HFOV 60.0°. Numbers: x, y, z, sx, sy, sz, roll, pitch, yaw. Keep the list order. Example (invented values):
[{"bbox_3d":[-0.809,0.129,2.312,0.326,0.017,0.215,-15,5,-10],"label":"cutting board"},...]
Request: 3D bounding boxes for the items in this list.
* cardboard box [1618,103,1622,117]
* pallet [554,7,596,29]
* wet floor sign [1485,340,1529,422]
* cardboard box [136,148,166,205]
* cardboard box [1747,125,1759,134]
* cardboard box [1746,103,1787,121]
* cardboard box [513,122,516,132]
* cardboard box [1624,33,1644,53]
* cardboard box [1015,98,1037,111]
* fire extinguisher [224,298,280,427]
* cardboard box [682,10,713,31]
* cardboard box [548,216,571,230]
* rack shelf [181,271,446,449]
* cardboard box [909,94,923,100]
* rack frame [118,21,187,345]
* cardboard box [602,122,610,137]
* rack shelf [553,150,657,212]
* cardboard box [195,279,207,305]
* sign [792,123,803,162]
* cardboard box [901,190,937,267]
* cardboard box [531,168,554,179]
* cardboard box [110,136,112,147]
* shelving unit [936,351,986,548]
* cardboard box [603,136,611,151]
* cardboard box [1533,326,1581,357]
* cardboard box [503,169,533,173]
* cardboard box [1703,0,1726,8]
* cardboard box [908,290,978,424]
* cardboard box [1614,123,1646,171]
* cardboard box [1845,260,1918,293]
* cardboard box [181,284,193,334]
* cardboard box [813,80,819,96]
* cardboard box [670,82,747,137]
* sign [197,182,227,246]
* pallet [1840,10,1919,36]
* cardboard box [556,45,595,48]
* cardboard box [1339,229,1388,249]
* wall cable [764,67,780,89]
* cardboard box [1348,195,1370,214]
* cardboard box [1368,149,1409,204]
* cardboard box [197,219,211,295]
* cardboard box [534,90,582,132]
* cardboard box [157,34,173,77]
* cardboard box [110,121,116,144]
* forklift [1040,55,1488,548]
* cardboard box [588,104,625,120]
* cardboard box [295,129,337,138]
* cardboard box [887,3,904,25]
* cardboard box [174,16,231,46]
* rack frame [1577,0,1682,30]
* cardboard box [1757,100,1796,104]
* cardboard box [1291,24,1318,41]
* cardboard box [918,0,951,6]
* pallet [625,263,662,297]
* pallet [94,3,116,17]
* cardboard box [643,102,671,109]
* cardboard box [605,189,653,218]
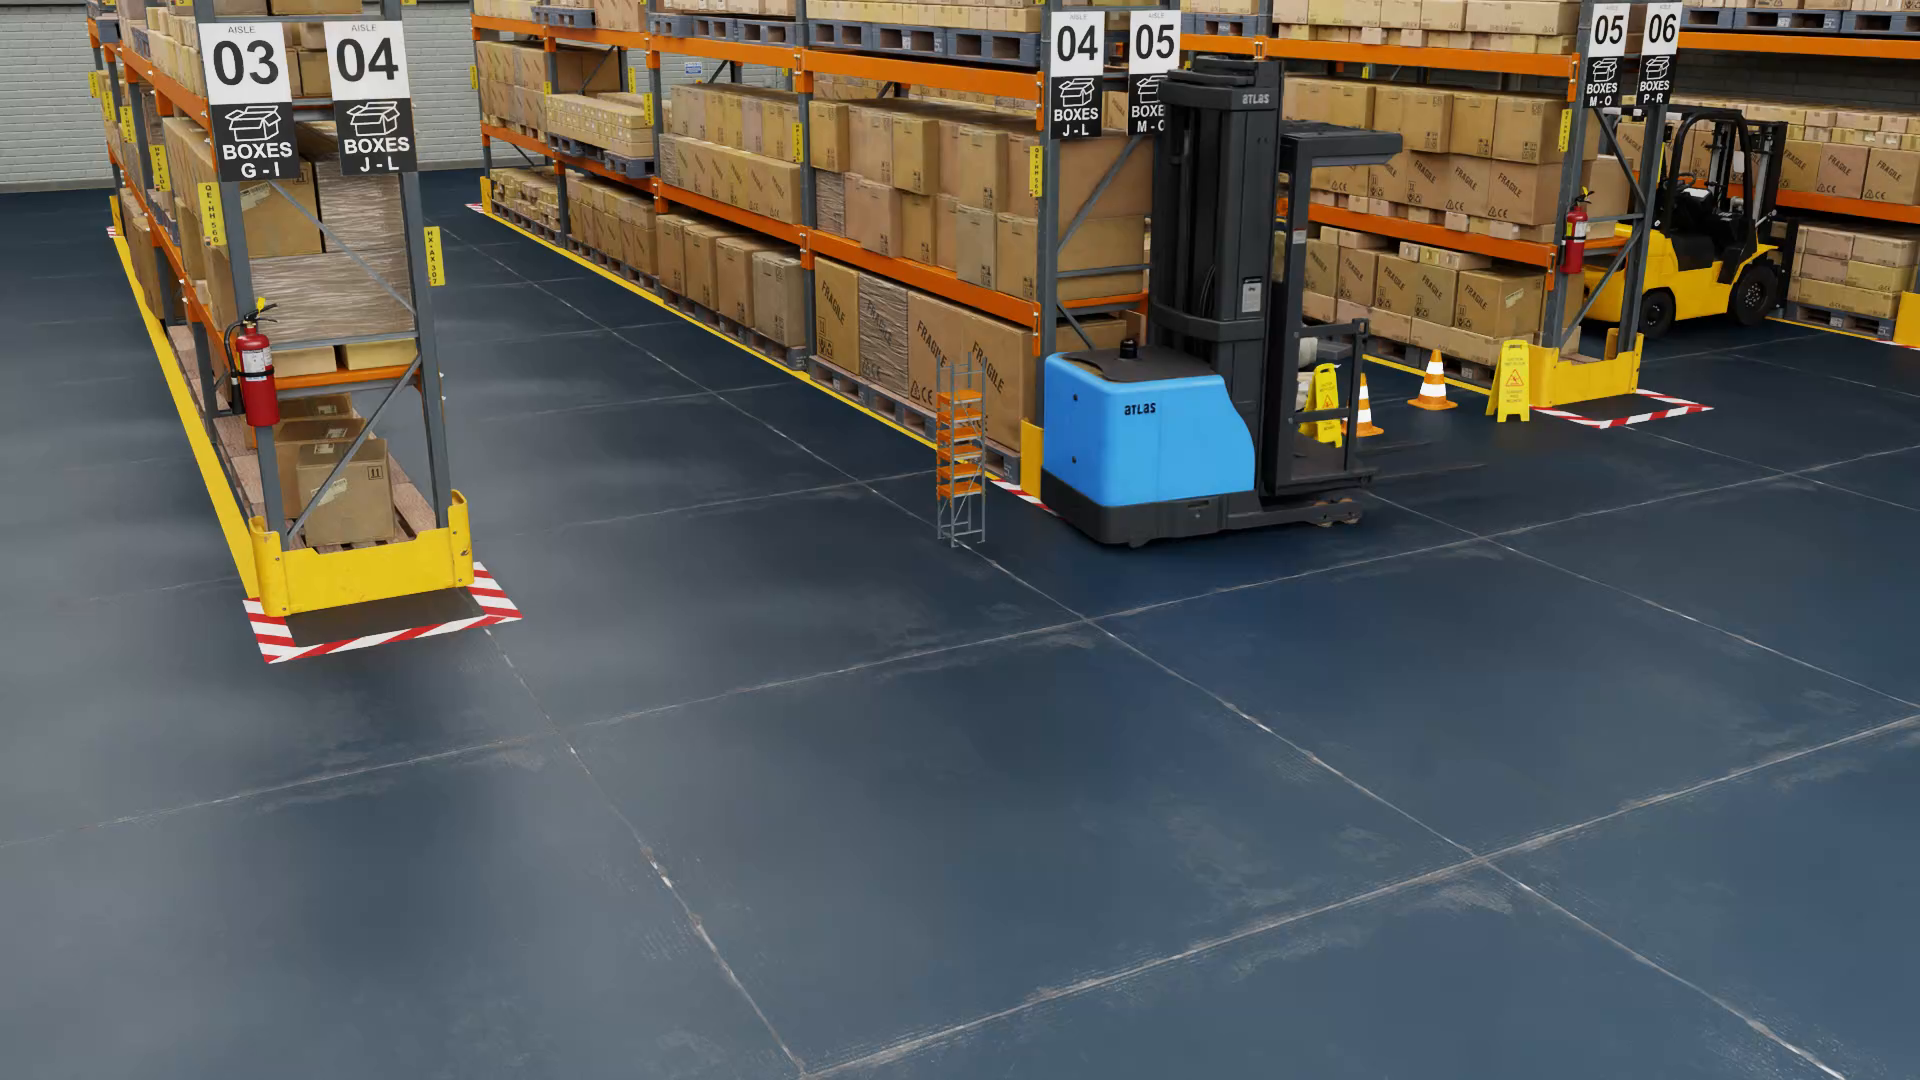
[{"bbox_3d":[7.782,-5.035,19.477,0.380,0.149,0.250,-11,22,-28],"label":"cardboard box"},{"bbox_3d":[-4.019,-6.116,19.447,1.213,0.211,1.003,-10,21,-27],"label":"pallet"},{"bbox_3d":[4.442,-1.296,13.397,0.267,0.644,0.232,-3,19,-8],"label":"wet floor sign"},{"bbox_3d":[-7.680,-3.541,16.142,0.500,0.500,0.500,-9,21,-25],"label":"cardboard box"},{"bbox_3d":[8.397,-4.322,17.410,0.380,0.149,0.250,-10,22,-28],"label":"cardboard box"},{"bbox_3d":[8.466,-4.478,17.406,0.380,0.149,0.250,-10,21,-26],"label":"cardboard box"},{"bbox_3d":[-5.962,-5.724,23.006,0.380,0.149,0.250,-9,21,-25],"label":"cardboard box"},{"bbox_3d":[5.421,-4.074,13.625,0.380,0.149,0.250,-10,21,-27],"label":"cardboard box"},{"bbox_3d":[1.019,-5.553,20.440,0.500,0.500,0.500,-11,22,-28],"label":"cardboard box"},{"bbox_3d":[-3.779,-0.953,8.914,0.296,0.674,0.183,-10,21,-27],"label":"fire extinguisher"},{"bbox_3d":[-2.851,-5.800,18.090,0.500,0.500,0.500,-10,21,-27],"label":"cardboard box"},{"bbox_3d":[-5.200,-4.189,21.898,0.380,0.149,0.250,-10,21,-26],"label":"cardboard box"},{"bbox_3d":[-4.378,-1.328,10.984,1.077,0.370,4.000,-10,21,-27],"label":"rack shelf"},{"bbox_3d":[-0.444,-6.069,23.085,0.500,0.250,0.500,-11,22,-28],"label":"cardboard box"},{"bbox_3d":[-7.227,-3.390,15.859,1.000,3.000,0.127,-10,21,-27],"label":"rack frame"},{"bbox_3d":[-3.823,-4.645,18.779,0.380,0.149,0.250,-10,21,-27],"label":"cardboard box"},{"bbox_3d":[-3.764,-4.364,19.782,1.077,0.370,4.000,-10,21,-27],"label":"rack shelf"},{"bbox_3d":[-5.030,-1.725,11.418,0.380,0.149,0.250,-10,21,-27],"label":"cardboard box"},{"bbox_3d":[-1.388,-3.405,14.246,0.100,0.325,0.005,-10,21,-27],"label":"sign"},{"bbox_3d":[0.045,-2.484,13.002,0.875,0.550,0.500,-10,21,-27],"label":"cardboard box"},{"bbox_3d":[-6.070,-5.365,24.394,0.380,0.149,0.250,-10,21,-26],"label":"cardboard box"},{"bbox_3d":[-10.535,-5.047,21.043,0.380,0.149,0.250,-10,22,-27],"label":"cardboard box"},{"bbox_3d":[0.007,-0.563,10.424,0.258,1.200,0.189,-10,21,-27],"label":"shelving unit"},{"bbox_3d":[-3.807,-4.497,18.808,0.380,0.149,0.250,-10,22,-27],"label":"cardboard box"},{"bbox_3d":[5.153,-1.802,14.827,0.500,0.250,0.500,-10,21,-27],"label":"cardboard box"},{"bbox_3d":[-6.426,-5.295,24.192,0.380,0.149,0.250,-10,21,-26],"label":"cardboard box"},{"bbox_3d":[8.071,-5.696,17.528,0.380,0.149,0.250,-9,21,-25],"label":"cardboard box"},{"bbox_3d":[0.185,-1.464,12.889,0.875,0.875,0.875,-10,22,-28],"label":"cardboard box"},{"bbox_3d":[7.741,-4.427,18.708,0.500,0.500,0.500,-11,22,-28],"label":"cardboard box"},{"bbox_3d":[9.153,-2.625,16.446,0.500,0.250,0.500,-10,22,-27],"label":"cardboard box"},{"bbox_3d":[-6.891,-2.228,15.646,0.700,0.500,0.500,-11,22,-30],"label":"cardboard box"},{"bbox_3d":[-2.065,-6.946,26.010,0.500,0.500,0.500,-10,22,-27],"label":"cardboard box"},{"bbox_3d":[-2.610,-4.519,17.444,0.700,0.500,0.500,-10,21,-27],"label":"cardboard box"},{"bbox_3d":[-3.926,-1.710,8.730,0.100,0.325,0.005,-10,21,-27],"label":"sign"},{"bbox_3d":[9.347,-4.982,16.008,1.003,0.211,1.213,-10,21,-27],"label":"pallet"},{"bbox_3d":[-5.185,-6.402,22.443,0.500,0.500,0.500,-10,21,-26],"label":"cardboard box"},{"bbox_3d":[3.819,-2.857,15.739,0.380,0.149,0.250,-9,21,-24],"label":"cardboard box"},{"bbox_3d":[-3.760,-9.540,32.124,0.588,1.984,0.122,-10,21,-27],"label":"wall cable"},{"bbox_3d":[3.860,-3.150,15.546,0.380,0.149,0.250,-10,21,-26],"label":"cardboard box"},{"bbox_3d":[4.101,-3.367,15.181,0.500,0.500,0.500,-10,21,-26],"label":"cardboard box"},{"bbox_3d":[-4.435,-1.864,10.827,0.875,0.500,0.500,-10,21,-27],"label":"cardboard box"},{"bbox_3d":[-5.192,-5.561,21.539,0.500,0.500,0.500,-10,21,-27],"label":"cardboard box"},{"bbox_3d":[-4.857,-3.125,10.721,0.500,0.250,0.500,-11,22,-29],"label":"cardboard box"},{"bbox_3d":[-10.058,-4.989,20.266,0.500,0.250,0.500,-10,21,-26],"label":"cardboard box"},{"bbox_3d":[2.109,-1.620,10.832,3.031,2.935,1.130,-7,20,-20],"label":"forklift"},{"bbox_3d":[-4.062,-4.932,19.155,0.380,0.149,0.250,-9,21,-24],"label":"cardboard box"},{"bbox_3d":[-4.162,-2.385,10.803,0.500,0.500,0.500,-10,21,-27],"label":"cardboard box"},{"bbox_3d":[-0.319,-3.933,12.419,0.380,0.149,0.250,-10,21,-26],"label":"cardboard box"},{"bbox_3d":[-4.222,-2.884,9.410,0.380,0.149,0.250,-10,21,-26],"label":"cardboard box"},{"bbox_3d":[5.293,-5.465,12.673,1.000,3.000,0.127,-10,21,-27],"label":"rack frame"},{"bbox_3d":[8.758,-4.624,17.830,0.380,0.149,0.250,-10,22,-27],"label":"cardboard box"},{"bbox_3d":[3.399,-4.865,15.917,0.380,0.149,0.250,-10,21,-27],"label":"cardboard box"},{"bbox_3d":[0.032,-3.952,11.864,0.500,0.250,0.500,-10,21,-27],"label":"cardboard box"},{"bbox_3d":[-3.184,-3.036,19.107,1.003,0.211,1.213,-10,21,-27],"label":"pallet"},{"bbox_3d":[-9.506,-6.151,19.397,1.003,0.211,1.213,-10,21,-27],"label":"pallet"},{"bbox_3d":[-3.489,-5.030,19.441,0.380,0.149,0.250,-9,21,-25],"label":"cardboard box"},{"bbox_3d":[-3.846,-3.948,19.514,0.500,0.250,0.500,-9,21,-25],"label":"cardboard box"}]
